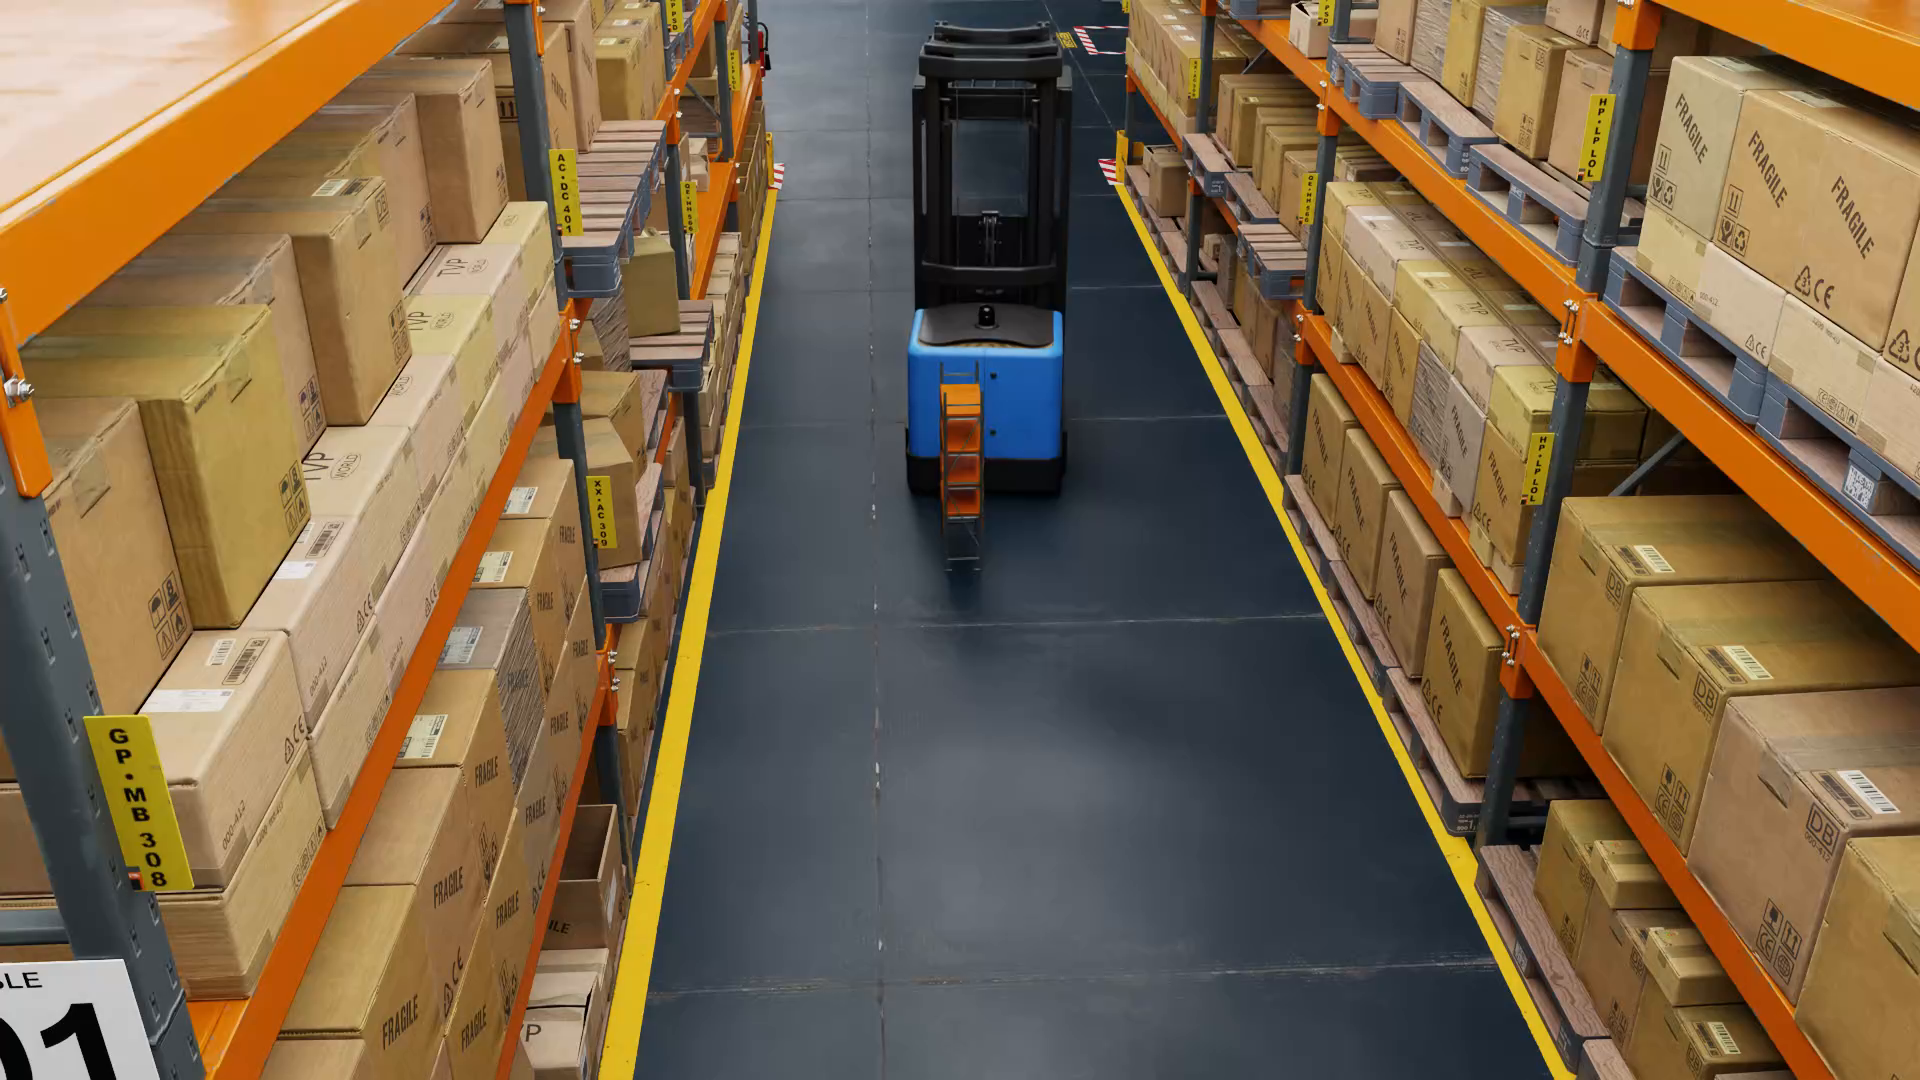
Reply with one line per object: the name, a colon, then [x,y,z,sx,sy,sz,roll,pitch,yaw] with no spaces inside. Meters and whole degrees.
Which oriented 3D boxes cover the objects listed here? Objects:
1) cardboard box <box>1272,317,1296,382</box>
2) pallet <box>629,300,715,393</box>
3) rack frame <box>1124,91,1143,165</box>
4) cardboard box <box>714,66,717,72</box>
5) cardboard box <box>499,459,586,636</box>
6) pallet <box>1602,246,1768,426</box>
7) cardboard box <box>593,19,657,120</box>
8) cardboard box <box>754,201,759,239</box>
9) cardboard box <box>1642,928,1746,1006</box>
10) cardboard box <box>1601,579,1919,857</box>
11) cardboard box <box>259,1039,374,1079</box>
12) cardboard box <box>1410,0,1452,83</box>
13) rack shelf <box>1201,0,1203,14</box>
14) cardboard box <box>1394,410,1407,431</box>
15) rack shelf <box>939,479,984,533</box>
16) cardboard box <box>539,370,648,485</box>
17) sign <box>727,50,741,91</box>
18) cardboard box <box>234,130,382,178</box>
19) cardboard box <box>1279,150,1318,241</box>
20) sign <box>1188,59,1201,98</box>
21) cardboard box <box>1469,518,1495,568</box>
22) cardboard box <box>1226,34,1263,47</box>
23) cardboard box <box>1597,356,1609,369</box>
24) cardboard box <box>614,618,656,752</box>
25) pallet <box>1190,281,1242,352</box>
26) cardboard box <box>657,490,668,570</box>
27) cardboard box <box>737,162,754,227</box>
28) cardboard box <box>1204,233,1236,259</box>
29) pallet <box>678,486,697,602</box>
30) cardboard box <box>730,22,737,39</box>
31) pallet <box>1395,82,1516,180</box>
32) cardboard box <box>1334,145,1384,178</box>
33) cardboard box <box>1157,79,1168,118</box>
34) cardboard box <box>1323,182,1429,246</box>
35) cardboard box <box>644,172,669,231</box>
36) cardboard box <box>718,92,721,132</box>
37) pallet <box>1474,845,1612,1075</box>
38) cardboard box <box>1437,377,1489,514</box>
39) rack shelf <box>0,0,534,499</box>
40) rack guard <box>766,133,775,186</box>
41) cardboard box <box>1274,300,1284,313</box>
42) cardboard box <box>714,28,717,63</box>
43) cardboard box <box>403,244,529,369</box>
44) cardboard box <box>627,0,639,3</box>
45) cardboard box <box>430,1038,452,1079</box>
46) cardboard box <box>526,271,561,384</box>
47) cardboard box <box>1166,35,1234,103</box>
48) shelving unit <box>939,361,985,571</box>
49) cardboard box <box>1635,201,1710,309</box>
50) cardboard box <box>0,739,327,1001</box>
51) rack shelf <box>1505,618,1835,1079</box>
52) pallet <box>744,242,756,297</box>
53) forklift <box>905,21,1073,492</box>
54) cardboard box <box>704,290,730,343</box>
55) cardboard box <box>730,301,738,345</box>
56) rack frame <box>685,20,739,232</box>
cardboard box: [2.731,-1.338,12.299,0.700,0.500,0.500,-1,28,-3]
pallet: [-2.109,-1.162,9.941,1.213,0.211,1.003,-1,28,-3]
rack frame: [2.314,-5.374,17.810,1.000,3.000,0.127,-1,28,-3]
cardboard box: [-2.258,-3.982,14.332,0.380,0.149,0.250,-1,28,-2]
cardboard box: [-1.721,0.029,6.262,0.500,0.500,0.500,-1,28,-2]
pallet: [2.973,-0.745,5.787,1.003,0.211,1.213,-1,28,-3]
cardboard box: [-2.132,-2.496,8.941,0.910,0.500,0.500,-1,28,-3]
cardboard box: [-2.187,-3.056,15.885,0.500,0.250,0.500,-1,28,-3]
cardboard box: [2.741,1.554,6.075,0.380,0.149,0.250,-2,28,-4]
cardboard box: [2.985,0.623,5.988,0.980,0.700,0.700,-2,28,-4]
cardboard box: [-1.557,1.437,3.561,0.500,0.500,0.500,-1,28,-1]
cardboard box: [2.895,-2.783,9.015,0.700,0.500,0.500,-3,28,-5]
rack shelf: [2.419,-5.461,15.512,1.077,0.370,4.000,-1,28,-3]
cardboard box: [2.609,-0.711,9.120,0.380,0.149,0.250,-1,28,-2]
rack shelf: [0.009,-0.220,10.449,0.258,0.148,0.480,-1,28,-3]
cardboard box: [-1.907,-0.482,7.868,0.700,0.500,0.500,3,28,5]
sign: [-1.882,-3.901,13.820,0.100,0.325,0.005,-1,28,-3]
cardboard box: [-2.026,-0.840,4.684,0.700,0.500,0.500,-1,28,-3]
cardboard box: [2.641,-2.393,11.511,0.700,0.500,0.500,-4,28,-7]
sign: [1.982,-3.894,14.036,0.100,0.325,0.005,-1,28,-3]
cardboard box: [2.604,0.005,7.747,0.380,0.149,0.250,-1,28,-2]
cardboard box: [2.684,-4.263,15.009,0.500,0.500,0.500,-2,28,-3]
cardboard box: [3.143,-0.810,7.797,0.500,0.250,0.500,-1,28,-2]
cardboard box: [-1.827,0.727,8.340,0.500,0.500,0.500,-1,28,-2]
pallet: [2.565,-1.931,14.224,1.003,0.211,1.213,-1,28,-3]
cardboard box: [-1.867,-0.053,9.024,0.500,0.250,0.500,-2,28,-4]
cardboard box: [-2.169,-3.157,15.268,0.500,0.500,0.500,-1,28,-3]
cardboard box: [2.465,-2.712,15.294,0.380,0.166,0.250,-5,28,-9]
pallet: [-2.214,0.024,10.476,1.003,0.211,1.213,-1,28,-3]
cardboard box: [-2.369,-4.936,16.161,0.380,0.149,0.250,-1,28,-1]
pallet: [2.880,-2.113,8.519,1.003,0.211,1.213,0,28,0]
cardboard box: [2.652,-2.513,11.040,0.380,0.149,0.250,-6,28,-11]
cardboard box: [2.136,-4.143,15.590,0.500,0.250,0.500,-2,28,-3]
cardboard box: [2.500,-1.968,10.017,0.500,0.250,0.500,-1,28,-1]
cardboard box: [-2.319,-2.377,11.956,0.500,0.500,0.500,-3,28,-5]
cardboard box: [-2.487,-3.898,14.872,0.700,0.500,0.500,-2,28,-3]
pallet: [2.902,1.757,7.153,1.003,0.211,1.213,-1,28,-3]
cardboard box: [2.628,-0.460,7.937,0.500,0.500,0.500,-1,28,-2]
rack shelf: [-1.902,-1.127,3.961,1.077,0.370,4.000,-1,28,-3]
rack guard: [-2.634,-4.155,18.177,1.175,0.500,0.348,-1,28,-3]
cardboard box: [2.643,-1.932,12.627,0.500,0.250,0.500,-2,28,-3]
cardboard box: [-2.481,-4.463,14.552,0.700,0.500,0.500,-1,28,-3]
cardboard box: [-1.687,-0.747,5.317,0.500,0.250,0.500,-1,28,-3]
cardboard box: [-2.340,-3.458,10.600,0.500,0.250,0.500,-1,28,-1]
cardboard box: [-1.589,1.643,4.249,0.500,0.500,0.500,-2,28,-3]
cardboard box: [-1.715,-0.756,5.875,0.500,0.250,0.500,-1,28,-3]
cardboard box: [2.158,-4.243,14.971,0.500,0.500,0.500,-2,28,-3]
shelving unit: [0.009,-0.456,10.326,0.258,1.200,0.503,-1,28,-3]
cardboard box: [2.714,-1.001,5.781,0.500,0.250,0.500,-1,28,-3]
cardboard box: [-1.570,0.629,3.218,0.500,0.250,0.500,-1,28,-3]
rack shelf: [3.045,1.410,5.580,1.077,0.370,4.000,-1,28,-3]
pallet: [-2.423,-2.537,15.387,1.003,0.211,1.213,-1,28,-3]
forklift: [0.229,-2.268,11.929,1.130,2.935,3.031,1,28,2]
cardboard box: [-2.037,-1.738,12.752,0.500,0.311,0.500,-2,28,-3]
cardboard box: [-2.061,-1.718,13.320,0.500,0.250,0.500,-1,28,-2]
rack frame: [-2.424,-3.405,14.036,1.000,3.000,0.127,-1,28,-3]
